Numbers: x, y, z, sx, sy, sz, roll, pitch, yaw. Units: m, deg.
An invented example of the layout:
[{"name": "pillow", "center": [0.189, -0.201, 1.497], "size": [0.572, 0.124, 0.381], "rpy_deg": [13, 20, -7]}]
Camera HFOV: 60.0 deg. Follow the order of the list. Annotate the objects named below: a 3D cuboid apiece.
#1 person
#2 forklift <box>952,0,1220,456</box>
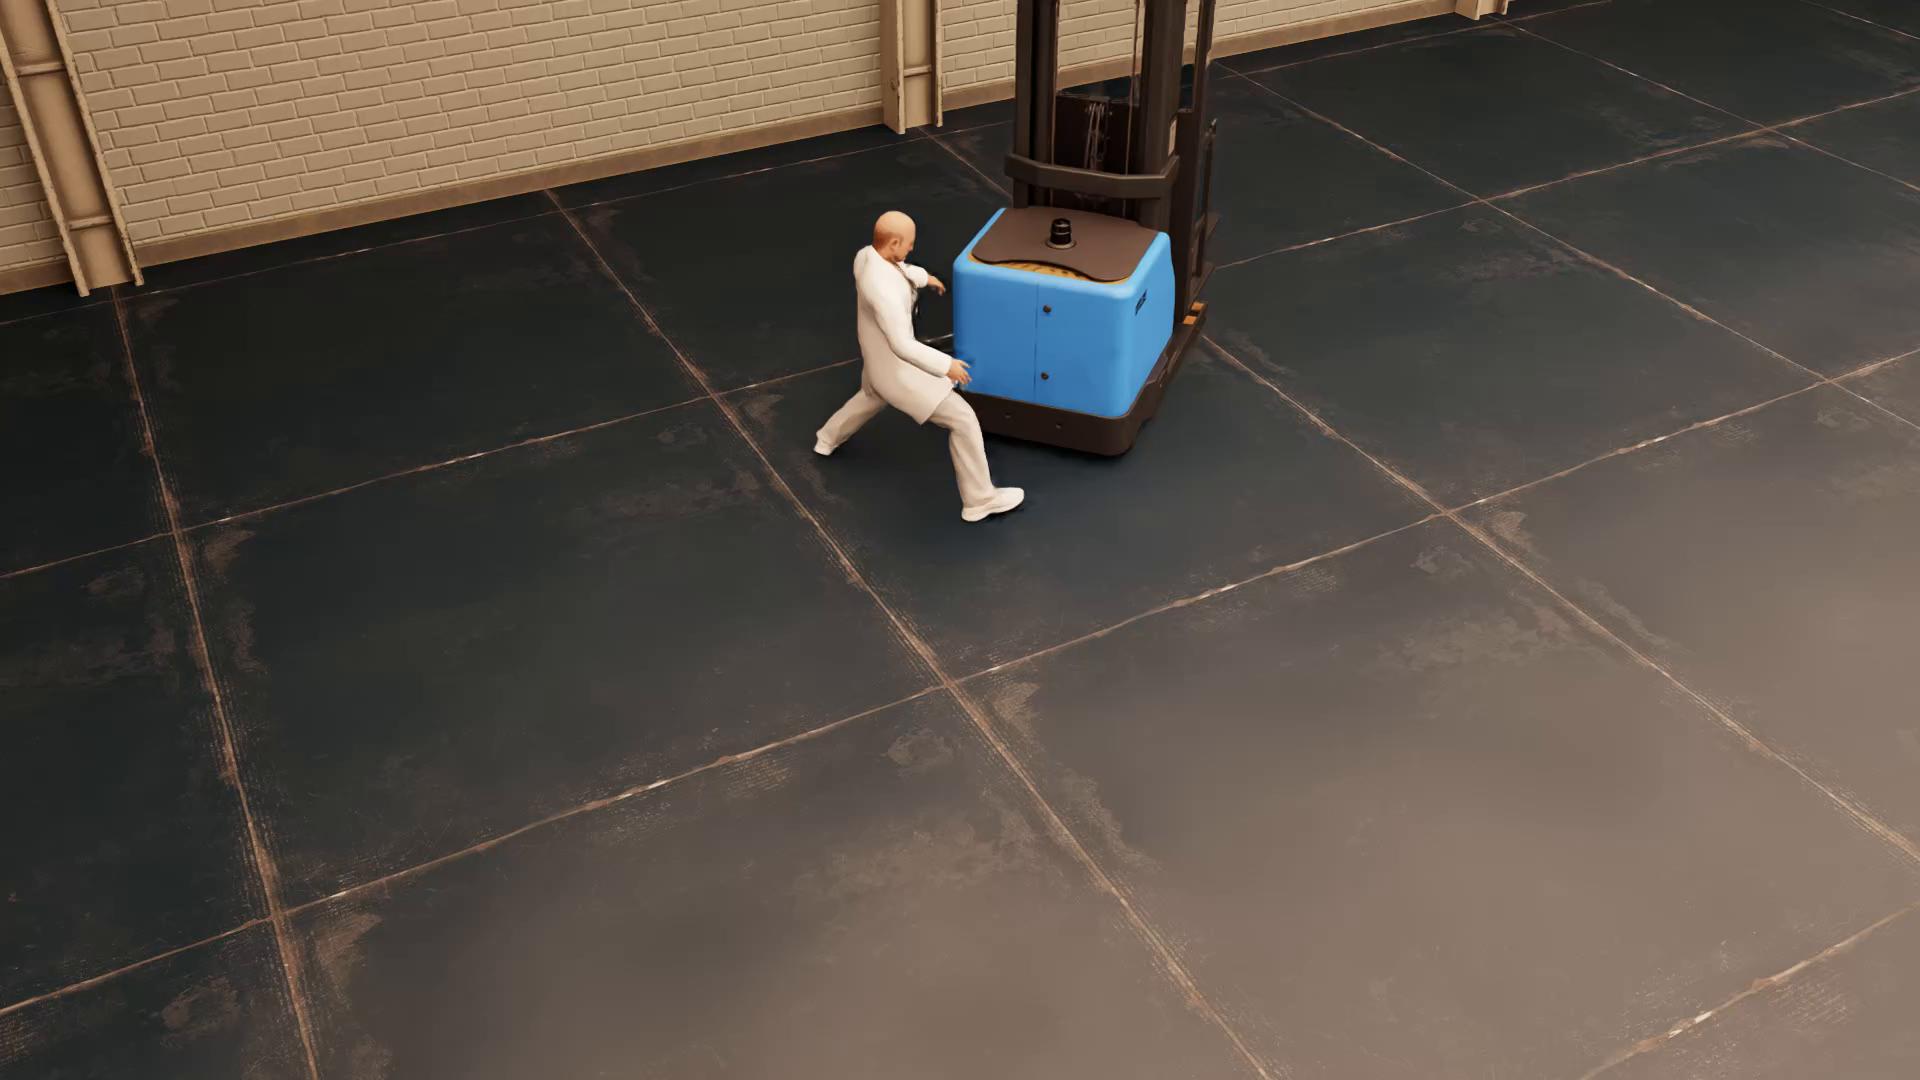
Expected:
[{"name": "person", "center": [-0.250, -0.993, 8.735], "size": [1.035, 1.616, 1.100], "rpy_deg": [-7, 36, -10]}, {"name": "forklift", "center": [0.938, -2.511, 9.675], "size": [1.130, 2.935, 3.031], "rpy_deg": [12, 37, 17]}]
